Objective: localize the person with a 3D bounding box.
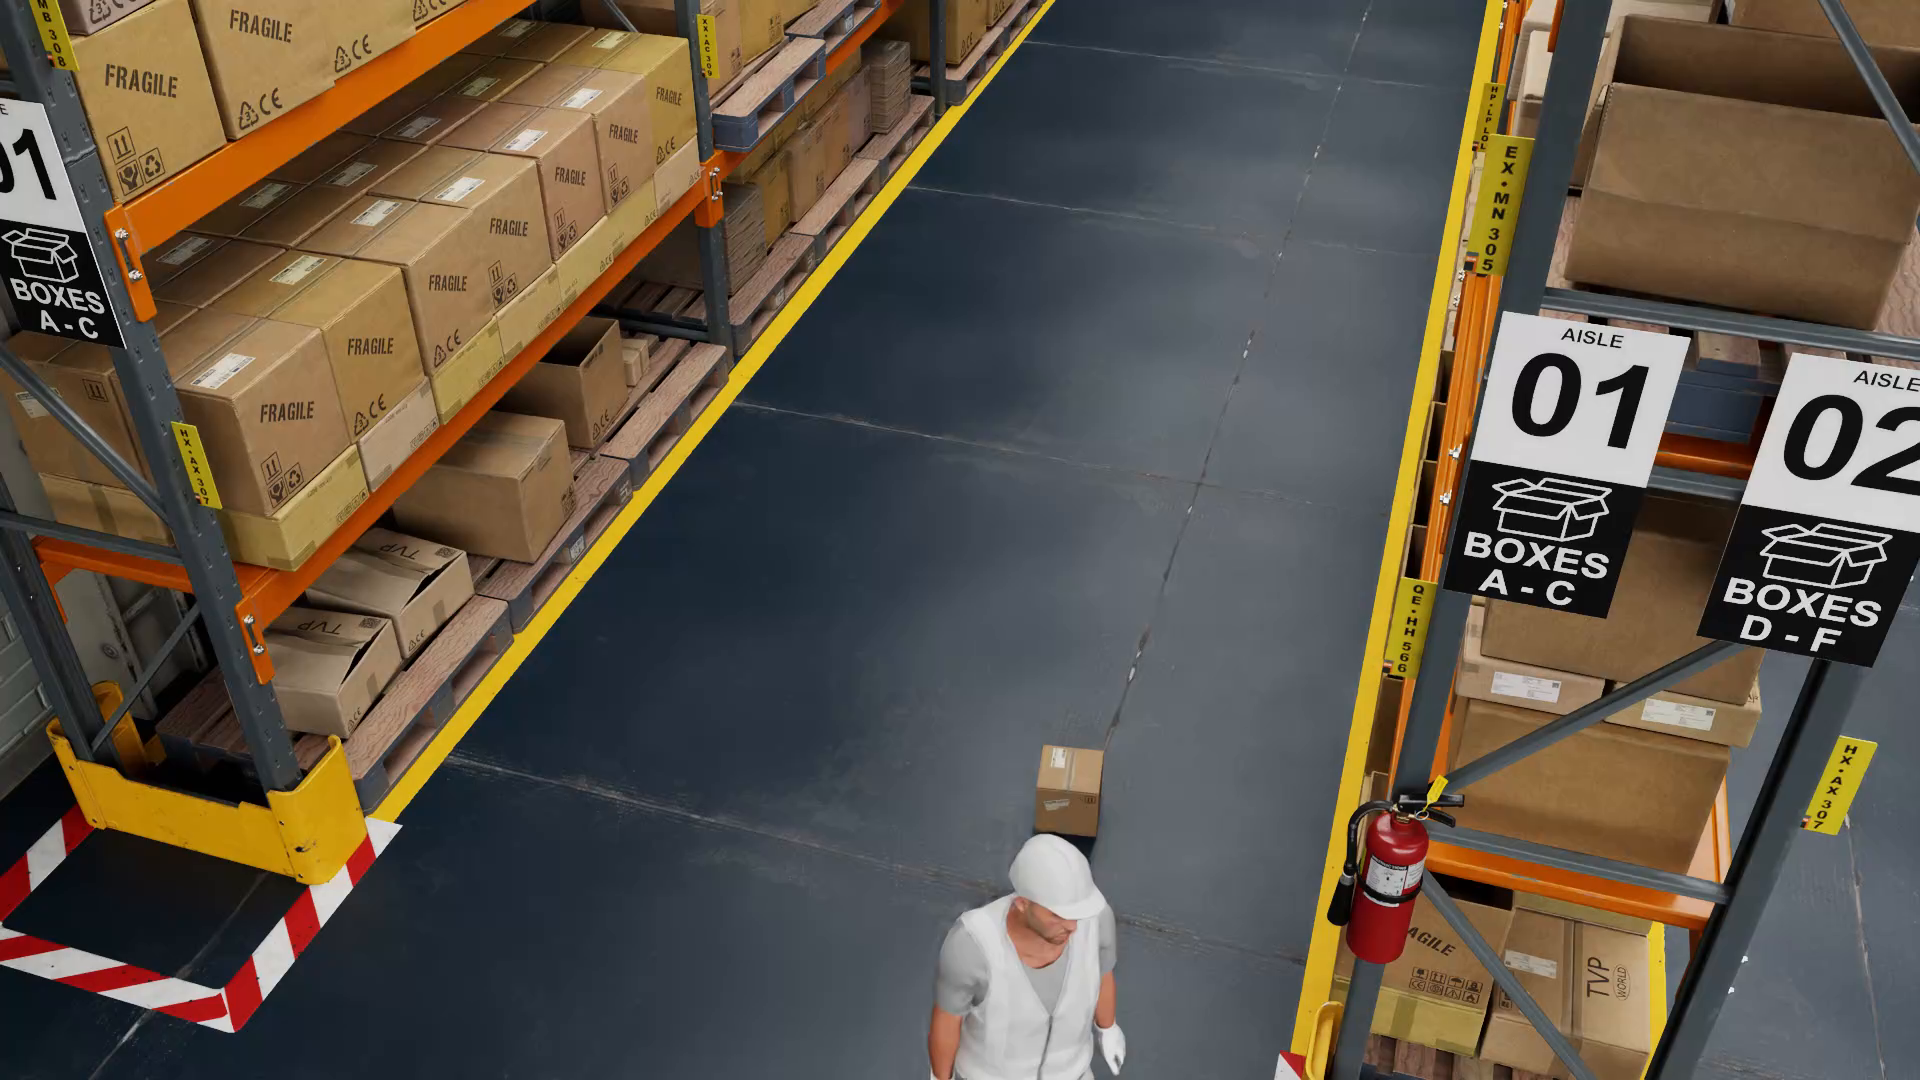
[{"bbox_3d":[0.207,1.531,4.785,0.636,1.778,0.453,-10,38,-13],"label":"person"}]
